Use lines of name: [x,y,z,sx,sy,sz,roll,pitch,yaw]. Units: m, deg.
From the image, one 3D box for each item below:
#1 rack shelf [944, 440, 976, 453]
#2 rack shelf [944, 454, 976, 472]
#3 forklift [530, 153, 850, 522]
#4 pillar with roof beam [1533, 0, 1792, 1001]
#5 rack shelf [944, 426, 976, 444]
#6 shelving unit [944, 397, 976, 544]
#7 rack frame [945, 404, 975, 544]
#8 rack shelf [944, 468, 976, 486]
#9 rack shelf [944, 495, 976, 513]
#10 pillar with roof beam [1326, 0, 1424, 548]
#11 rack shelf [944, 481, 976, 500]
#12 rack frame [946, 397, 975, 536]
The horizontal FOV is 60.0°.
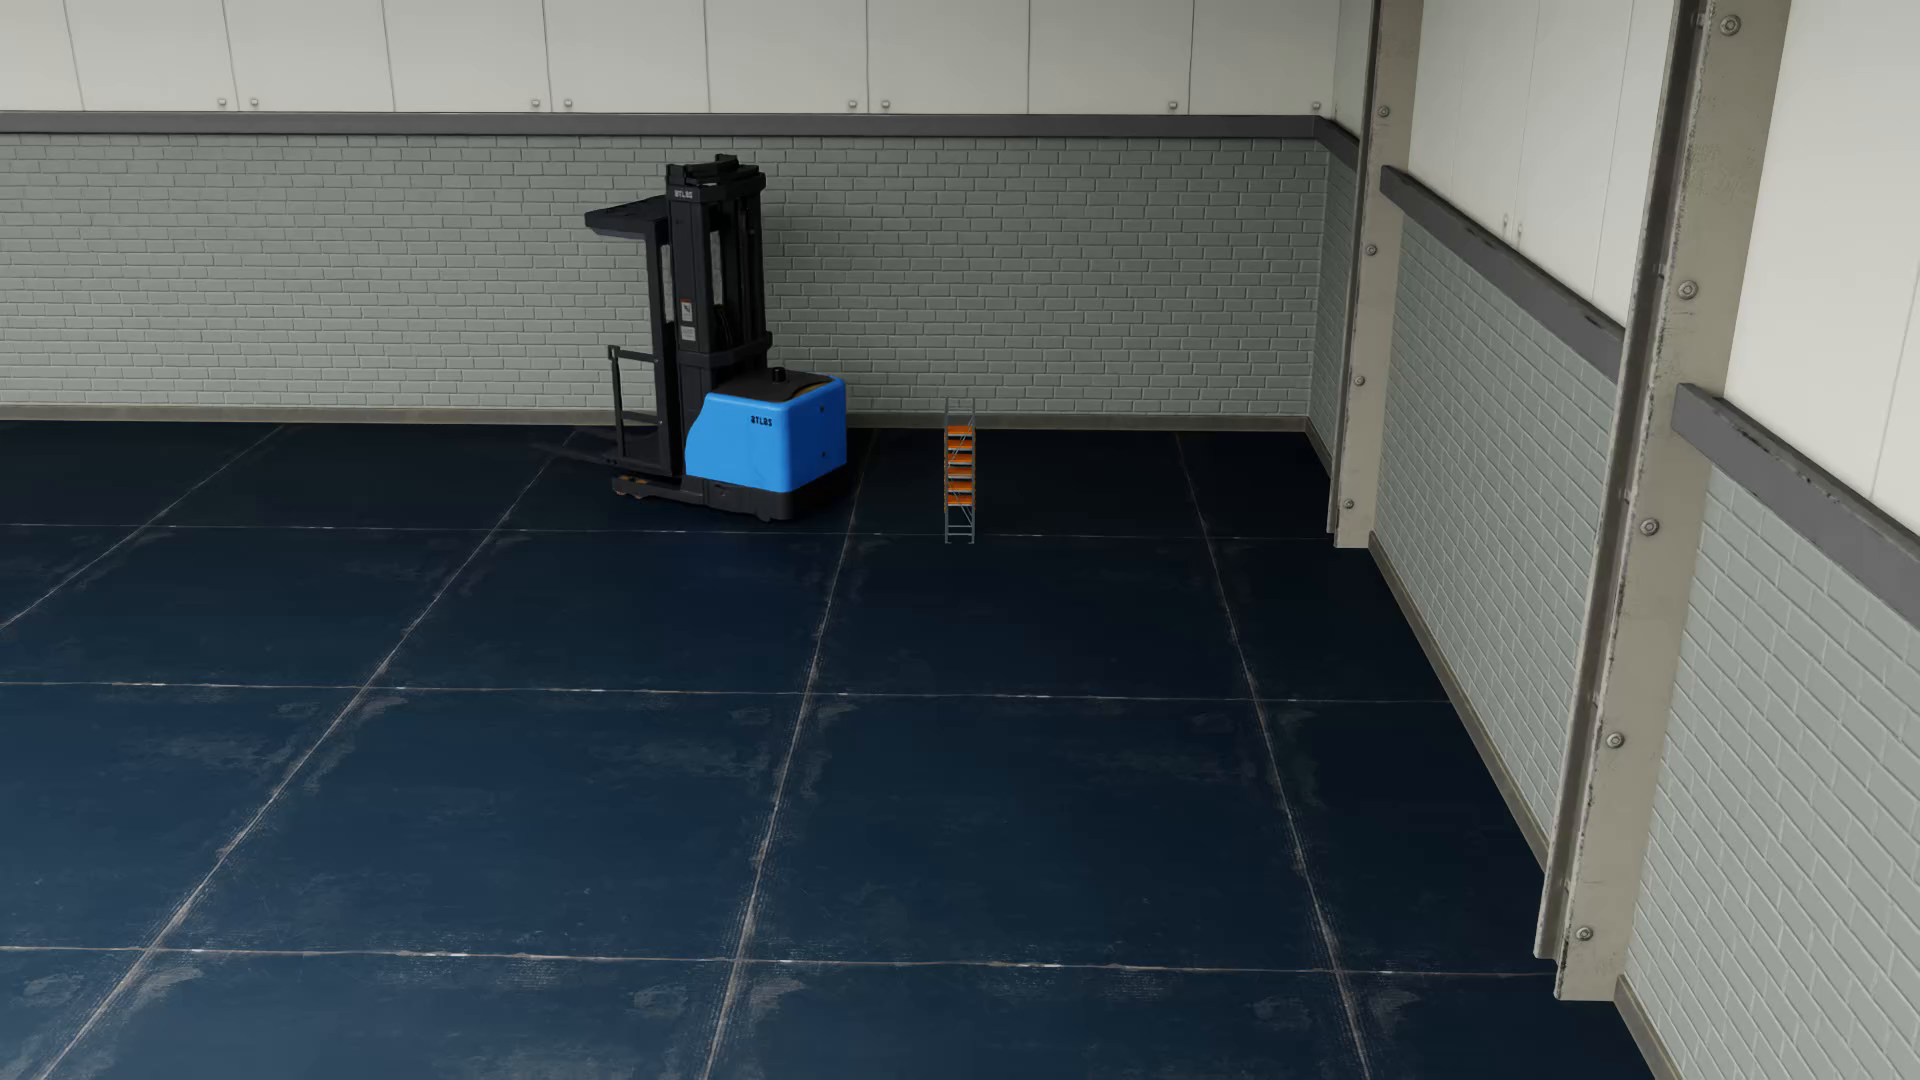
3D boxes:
rack shelf: [0.000,-0.747,13.548,0.258,0.103,0.180,1,21,2]
rack shelf: [0.000,-0.635,13.591,0.258,0.103,0.180,1,21,2]
forklift: [-2.525,-1.886,14.632,3.031,2.935,1.130,11,24,27]
pillar with roof beam: [-1.247,-2.081,6.745,9.100,9.000,0.400,1,21,2]
rack shelf: [0.000,-0.859,13.505,0.258,0.103,0.180,1,21,2]
shelving unit: [0.000,-0.565,13.619,0.258,1.200,0.189,1,21,2]
rack frame: [-0.002,-0.532,13.533,0.240,1.200,0.006,1,21,2]
rack shelf: [0.000,-0.523,13.635,0.258,0.103,0.180,1,21,2]
rack shelf: [0.000,-0.299,13.722,0.258,0.103,0.180,1,21,2]
pillar with roof beam: [-1.064,-4.250,12.336,9.100,9.000,0.400,1,21,2]
rack shelf: [0.000,-0.411,13.678,0.258,0.103,0.180,1,21,2]
rack frame: [0.003,-0.598,13.704,0.240,1.200,0.006,1,21,2]
